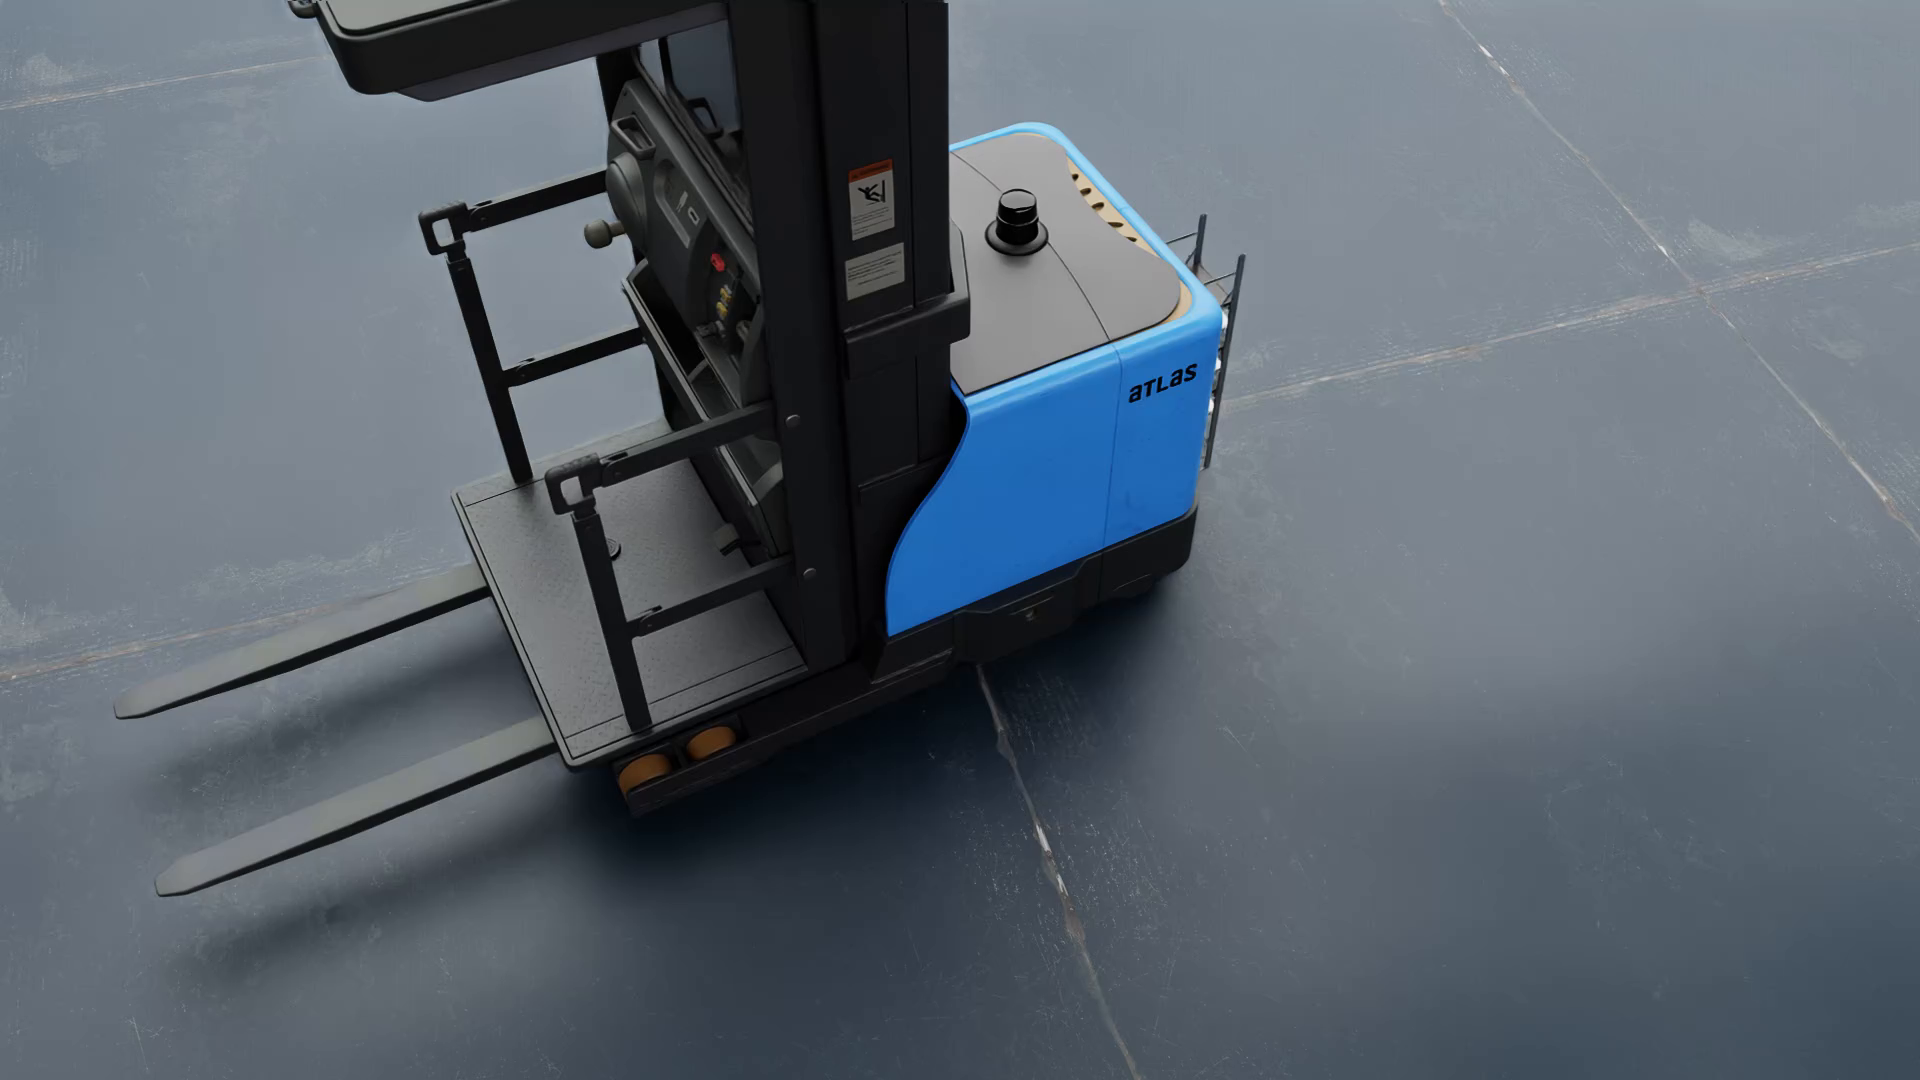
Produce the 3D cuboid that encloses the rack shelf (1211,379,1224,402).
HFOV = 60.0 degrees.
[{"bbox_3d":[0.664,-0.477,5.225,0.258,0.077,0.200,-22,53,-17],"label":"rack shelf"}]

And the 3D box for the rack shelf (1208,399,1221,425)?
[{"bbox_3d":[0.664,-0.419,5.293,0.258,0.077,0.200,-22,53,-17],"label":"rack shelf"}]

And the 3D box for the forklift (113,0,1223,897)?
[{"bbox_3d":[-0.836,-0.661,3.890,3.031,2.935,1.130,-22,53,-17],"label":"forklift"}]

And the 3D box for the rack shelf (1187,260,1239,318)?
[{"bbox_3d":[0.664,-0.709,4.950,0.258,0.077,0.200,-22,53,-17],"label":"rack shelf"}]

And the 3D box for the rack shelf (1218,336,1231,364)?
[{"bbox_3d":[0.664,-0.593,5.087,0.258,0.077,0.200,-22,53,-17],"label":"rack shelf"}]

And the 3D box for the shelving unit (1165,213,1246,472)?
[{"bbox_3d":[0.664,-0.556,5.130,0.258,0.900,0.210,-22,53,-17],"label":"shelving unit"}]

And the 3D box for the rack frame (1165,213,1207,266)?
[{"bbox_3d":[0.617,-0.625,5.188,0.240,0.900,0.006,-22,53,-17],"label":"rack frame"}]

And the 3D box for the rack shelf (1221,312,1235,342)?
[{"bbox_3d":[0.664,-0.651,5.018,0.258,0.077,0.200,-22,53,-17],"label":"rack shelf"}]

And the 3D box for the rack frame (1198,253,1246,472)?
[{"bbox_3d":[0.711,-0.488,5.072,0.240,0.900,0.006,-22,53,-17],"label":"rack frame"}]

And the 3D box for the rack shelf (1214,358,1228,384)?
[{"bbox_3d":[0.664,-0.535,5.156,0.258,0.077,0.200,-22,53,-17],"label":"rack shelf"}]
